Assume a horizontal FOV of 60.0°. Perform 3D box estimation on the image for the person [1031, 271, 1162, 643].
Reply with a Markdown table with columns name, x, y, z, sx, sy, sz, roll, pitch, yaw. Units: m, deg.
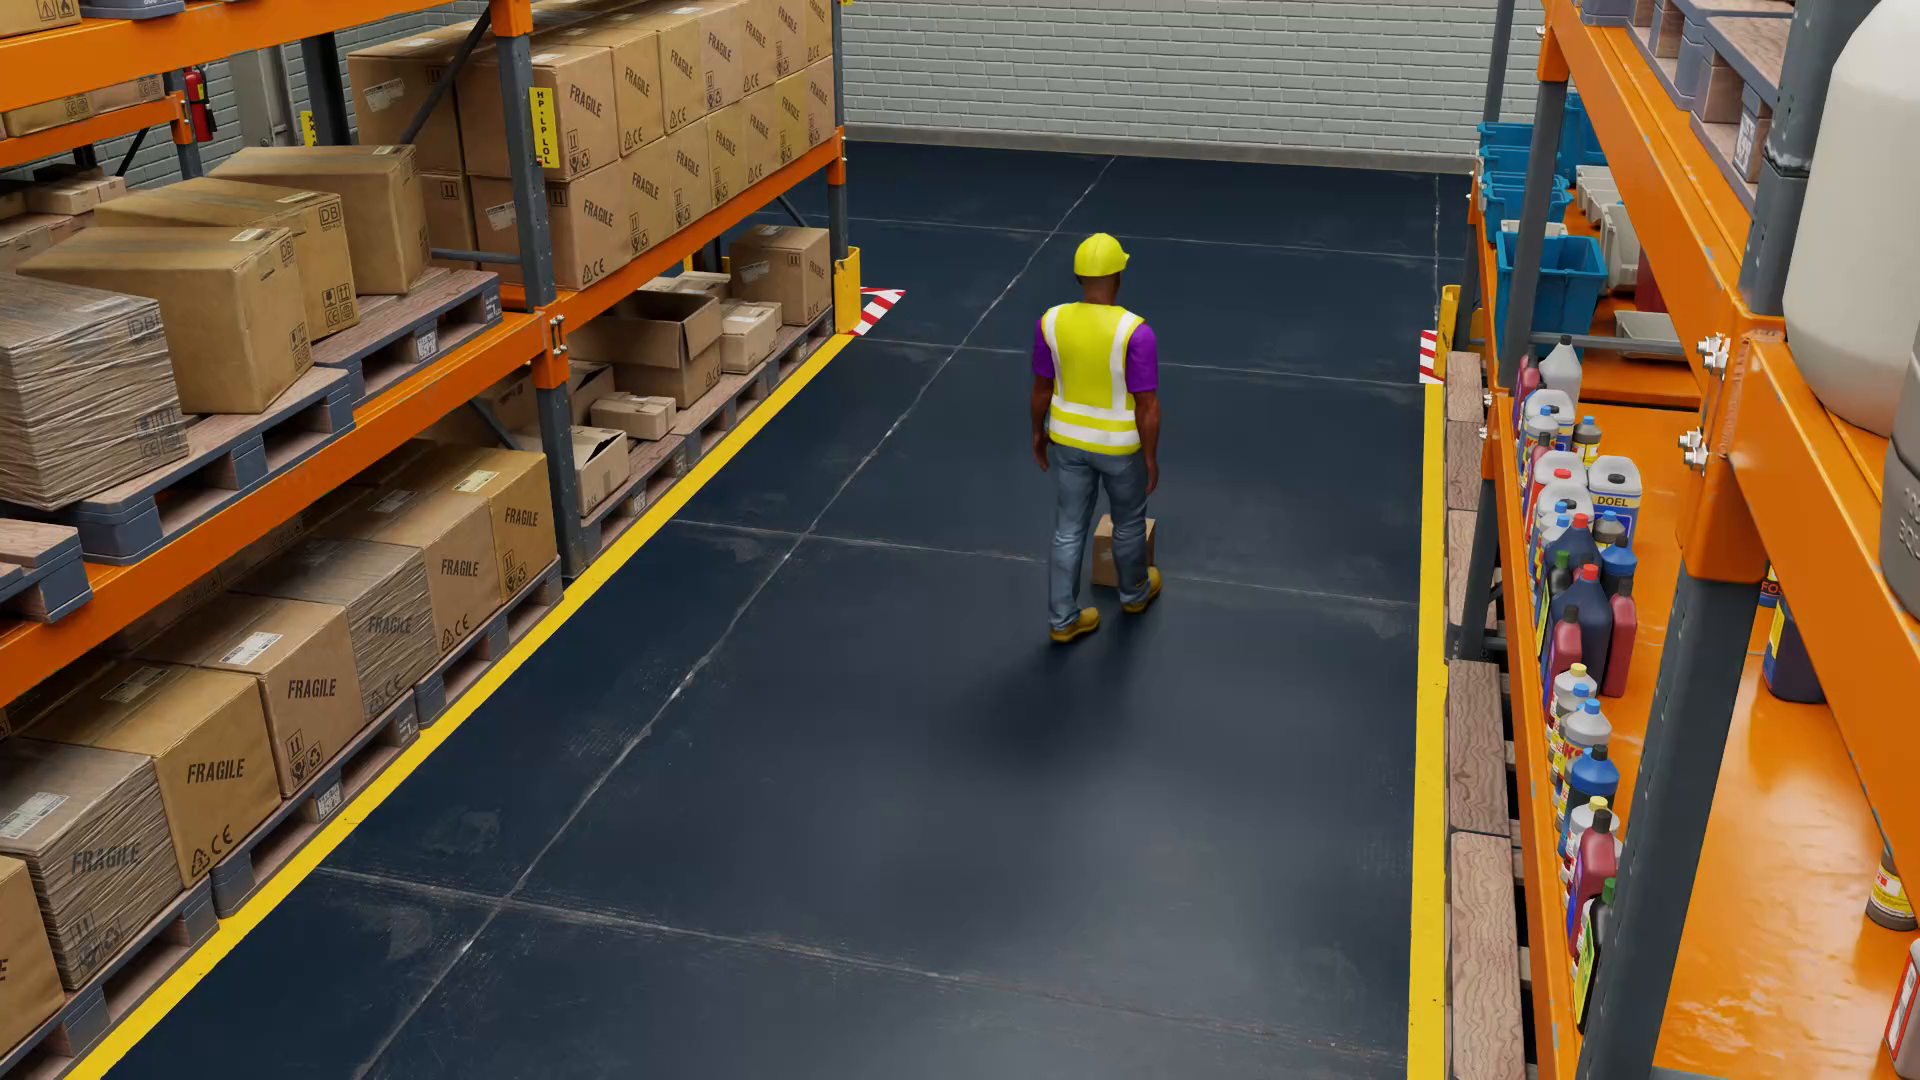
| name | x | y | z | sx | sy | sz | roll | pitch | yaw |
| --- | --- | --- | --- | --- | --- | --- | --- | --- | --- |
| person | 12.417 | -3.816 | 5.692 | 21.500 | 9.000 | 11.653 | 12 | 28 | 24 |
